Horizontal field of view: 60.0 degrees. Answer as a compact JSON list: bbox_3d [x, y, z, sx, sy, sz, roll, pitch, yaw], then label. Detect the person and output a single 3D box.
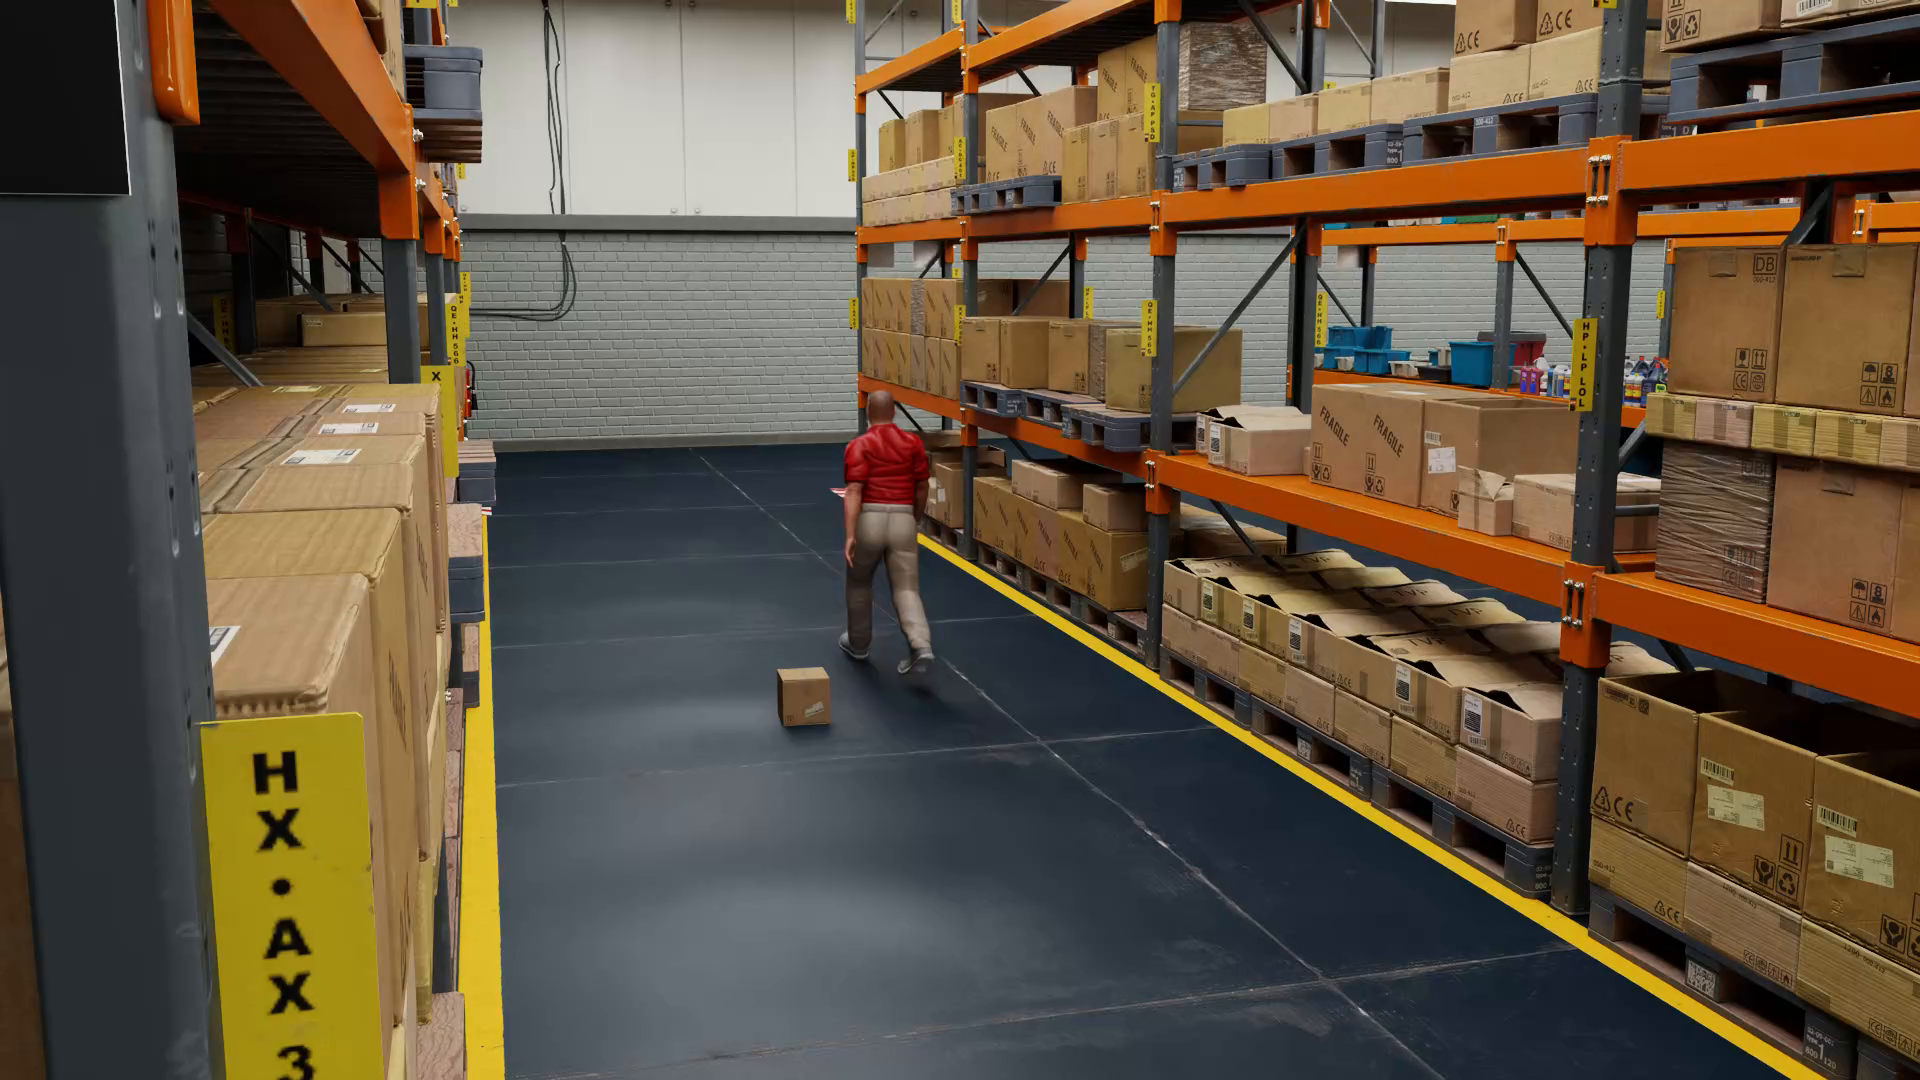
[{"bbox_3d":[-0.439,-0.053,9.850,0.578,1.662,1.115,-3,10,-16],"label":"person"}]
